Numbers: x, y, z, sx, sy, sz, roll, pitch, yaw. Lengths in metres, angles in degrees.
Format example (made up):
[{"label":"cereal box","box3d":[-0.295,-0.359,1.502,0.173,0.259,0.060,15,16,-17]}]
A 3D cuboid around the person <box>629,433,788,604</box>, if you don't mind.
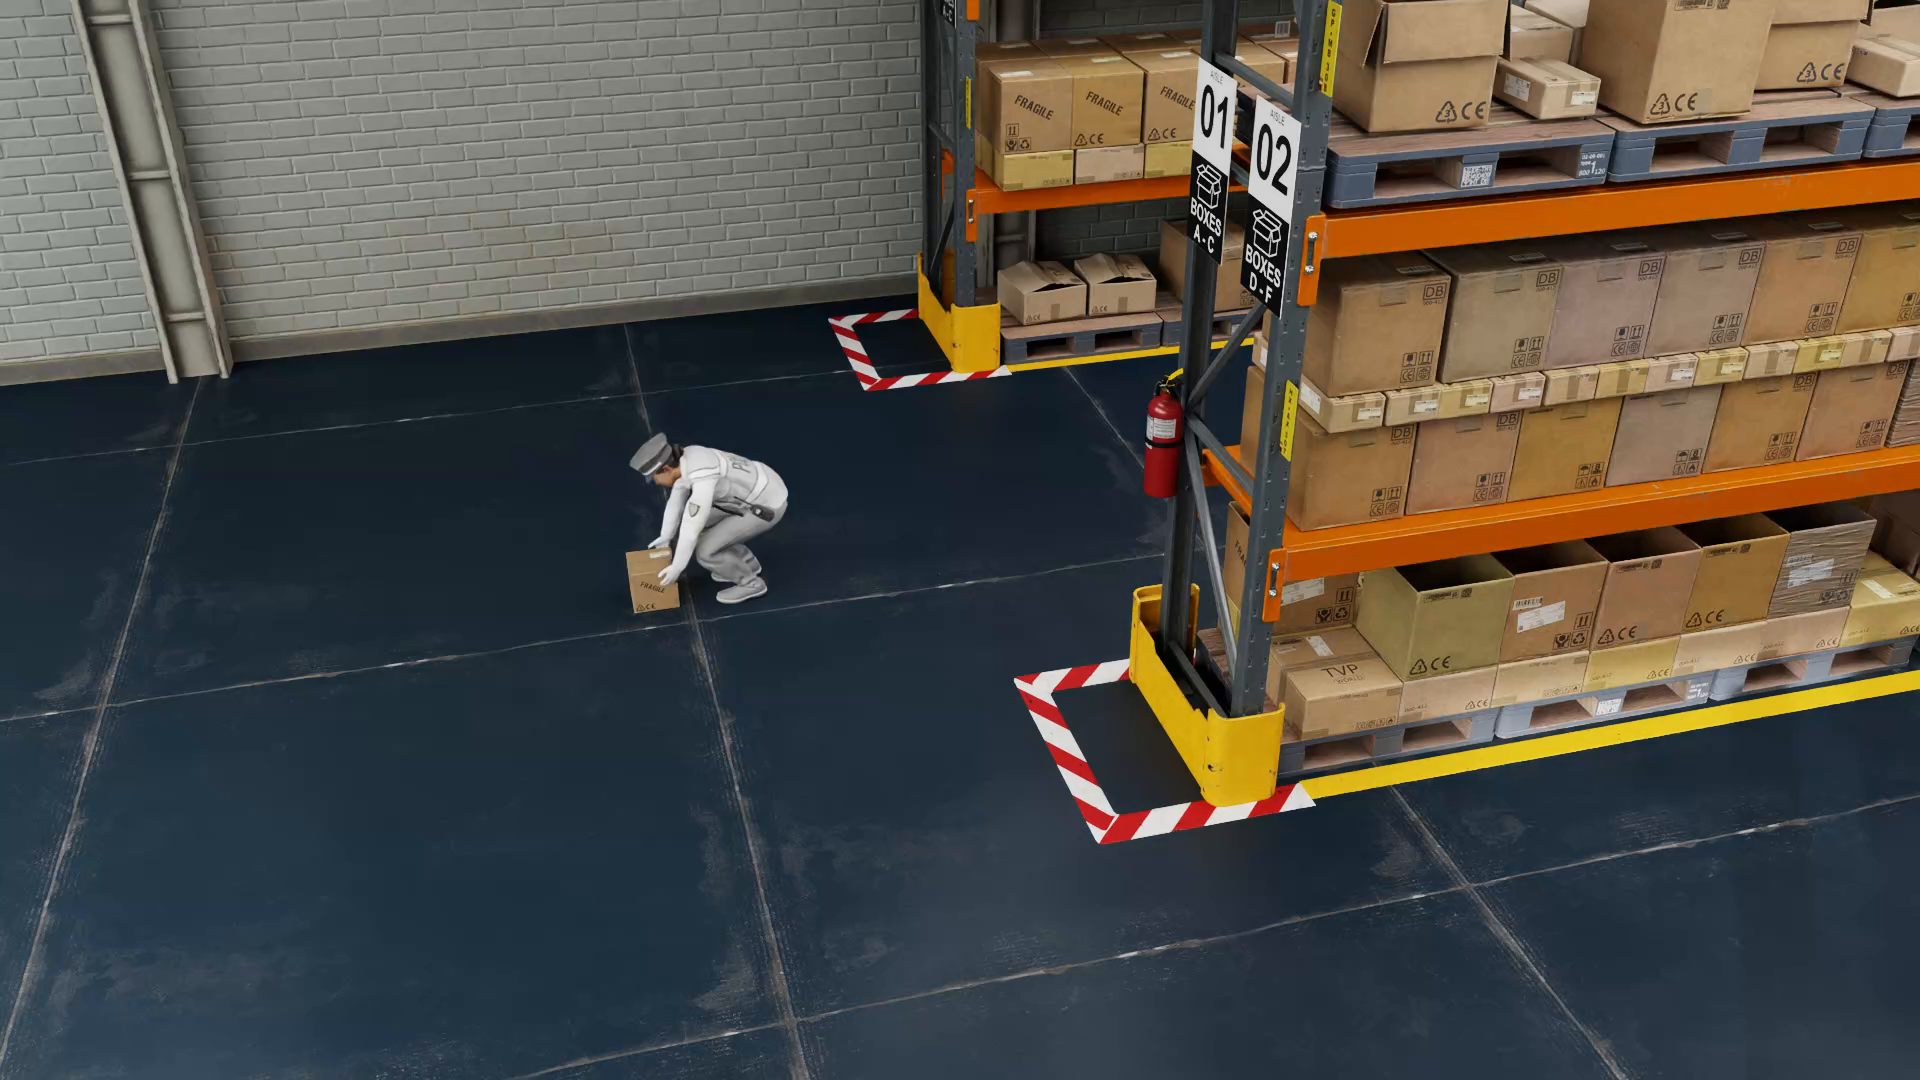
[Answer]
[{"label":"person","box3d":[-1.355,-0.144,9.110,0.837,1.028,0.501,-8,31,-13]}]
